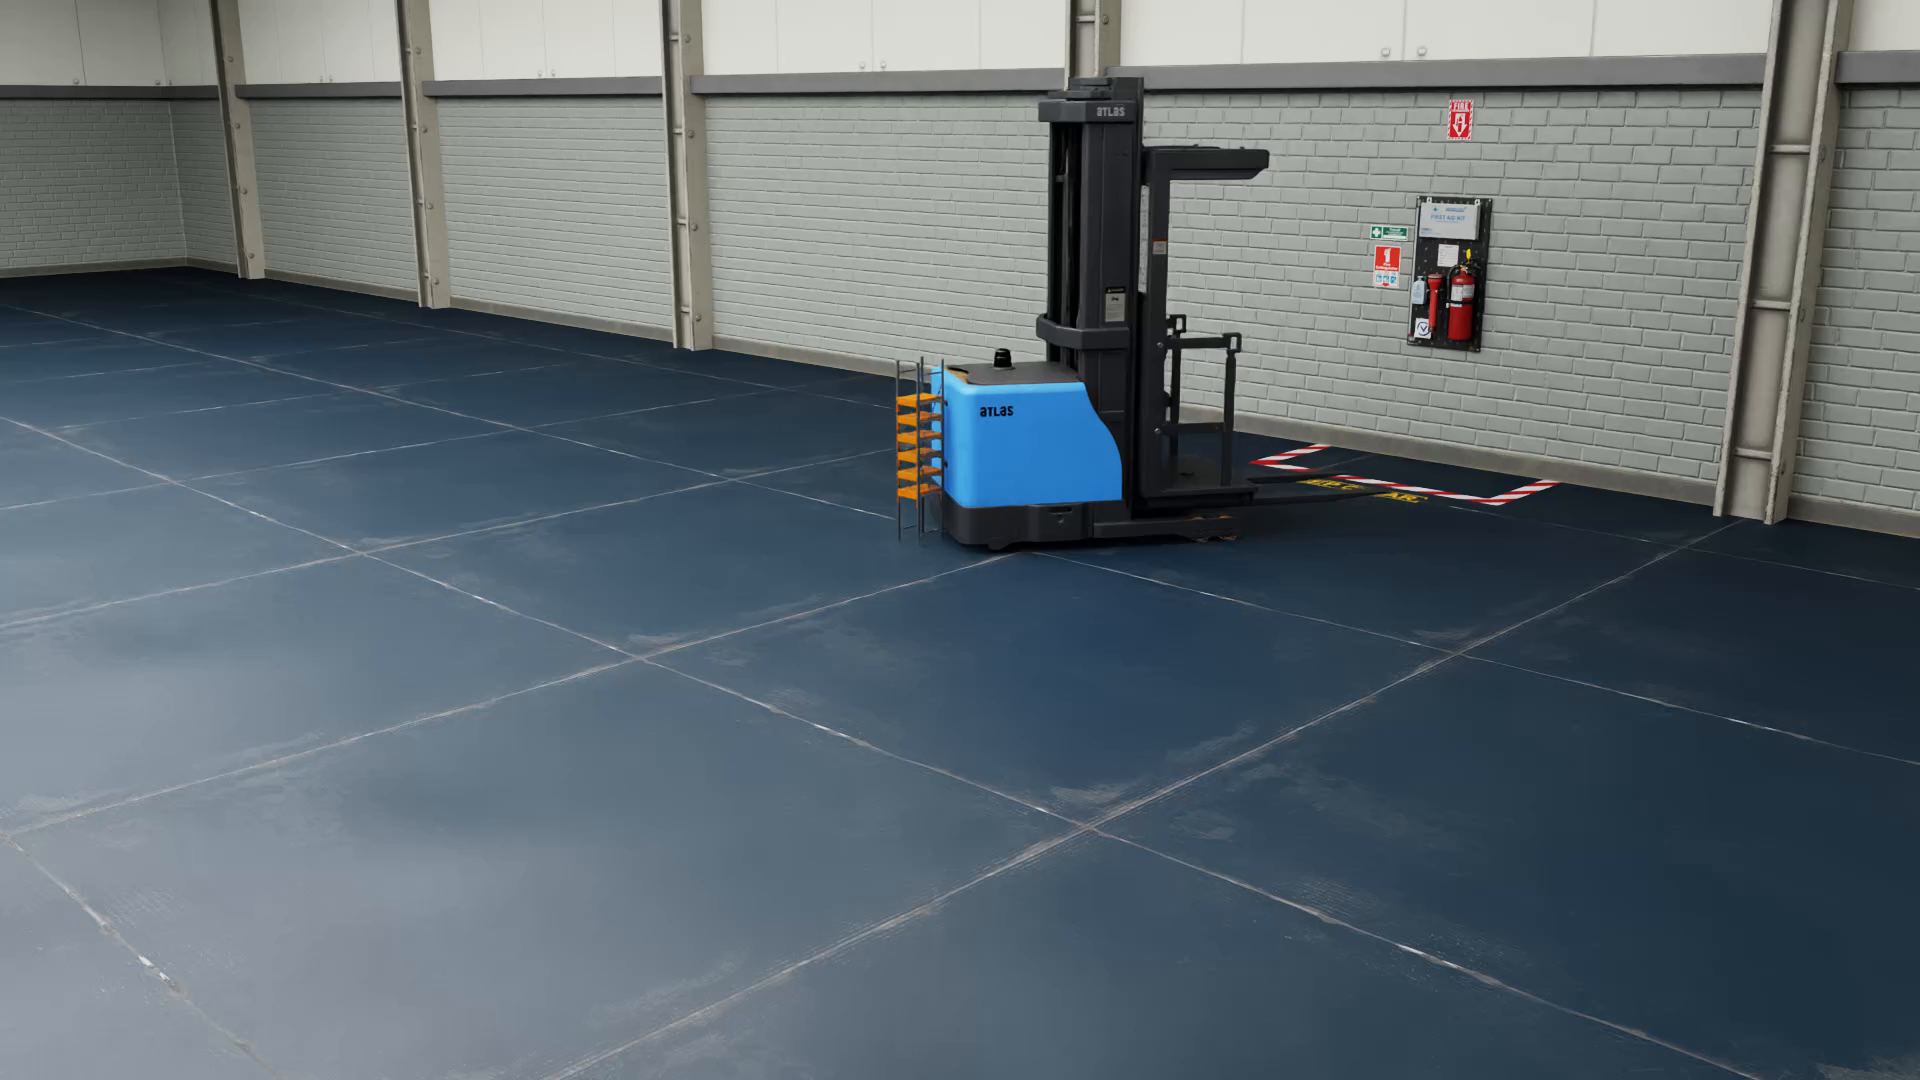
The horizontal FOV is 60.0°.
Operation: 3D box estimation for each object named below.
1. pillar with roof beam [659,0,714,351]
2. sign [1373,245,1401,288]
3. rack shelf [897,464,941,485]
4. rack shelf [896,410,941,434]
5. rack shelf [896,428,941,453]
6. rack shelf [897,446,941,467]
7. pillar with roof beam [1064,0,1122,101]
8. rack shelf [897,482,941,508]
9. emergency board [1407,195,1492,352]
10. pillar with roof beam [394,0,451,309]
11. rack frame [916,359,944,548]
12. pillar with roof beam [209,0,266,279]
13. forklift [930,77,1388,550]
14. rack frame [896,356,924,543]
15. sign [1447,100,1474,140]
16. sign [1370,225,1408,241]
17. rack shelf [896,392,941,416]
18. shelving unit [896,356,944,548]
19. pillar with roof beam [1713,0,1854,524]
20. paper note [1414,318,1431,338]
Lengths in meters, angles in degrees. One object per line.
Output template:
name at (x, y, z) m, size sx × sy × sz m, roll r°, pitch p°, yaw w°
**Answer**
pillar with roof beam at (-6.128, -5.840, 15.500) m, size 0.400 × 9.000 × 9.100 m, roll 14°, pitch 20°, yaw 42°
sign at (3.419, -2.191, 13.320) m, size 0.234 × 0.329 × 0.001 m, roll 14°, pitch 20°, yaw 42°
rack shelf at (-0.255, -0.410, 10.777) m, size 0.180 × 0.103 × 0.258 m, roll 14°, pitch 20°, yaw 42°
rack shelf at (-0.255, -0.758, 10.686) m, size 0.180 × 0.103 × 0.258 m, roll 14°, pitch 20°, yaw 42°
rack shelf at (-0.255, -0.642, 10.716) m, size 0.180 × 0.103 × 0.258 m, roll 14°, pitch 20°, yaw 42°
rack shelf at (-0.255, -0.526, 10.746) m, size 0.180 × 0.103 × 0.258 m, roll 14°, pitch 20°, yaw 42°
pillar with roof beam at (-1.809, -4.790, 11.470) m, size 0.400 × 9.000 × 9.100 m, roll 14°, pitch 20°, yaw 42°
rack shelf at (-0.255, -0.293, 10.807) m, size 0.180 × 0.103 × 0.258 m, roll 14°, pitch 20°, yaw 42°
emergency board at (3.746, -2.058, 12.882) m, size 0.643 × 1.169 × 0.194 m, roll 14°, pitch 20°, yaw 42°
pillar with roof beam at (-10.448, -6.890, 19.530) m, size 0.400 × 9.000 × 9.100 m, roll 14°, pitch 20°, yaw 42°
rack frame at (-0.189, -0.553, 10.674) m, size 0.006 × 1.200 × 0.240 m, roll 14°, pitch 20°, yaw 42°
pillar with roof beam at (-14.767, -7.941, 23.560) m, size 0.400 × 9.000 × 9.100 m, roll 14°, pitch 20°, yaw 42°
forklift at (1.365, -1.528, 10.984) m, size 3.031 × 2.935 × 1.130 m, roll -3°, pitch 15°, yaw -13°
rack frame at (-0.321, -0.585, 10.796) m, size 0.006 × 1.200 × 0.240 m, roll 14°, pitch 20°, yaw 42°
sign at (3.809, -3.199, 12.664) m, size 0.199 × 0.298 × 0.001 m, roll 14°, pitch 20°, yaw 42°
sign at (3.416, -2.445, 13.244) m, size 0.331 × 0.109 × 0.001 m, roll 14°, pitch 20°, yaw 42°
rack shelf at (-0.255, -0.874, 10.656) m, size 0.180 × 0.103 × 0.258 m, roll 14°, pitch 20°, yaw 42°
shelving unit at (-0.255, -0.569, 10.735) m, size 0.189 × 1.200 × 0.258 m, roll 14°, pitch 20°, yaw 42°
pillar with roof beam at (2.510, -3.740, 7.440) m, size 0.400 × 9.000 × 9.100 m, roll 14°, pitch 20°, yaw 42°
paper note at (3.666, -1.675, 13.160) m, size 0.142 × 0.148 × 0.016 m, roll 14°, pitch 20°, yaw 42°
